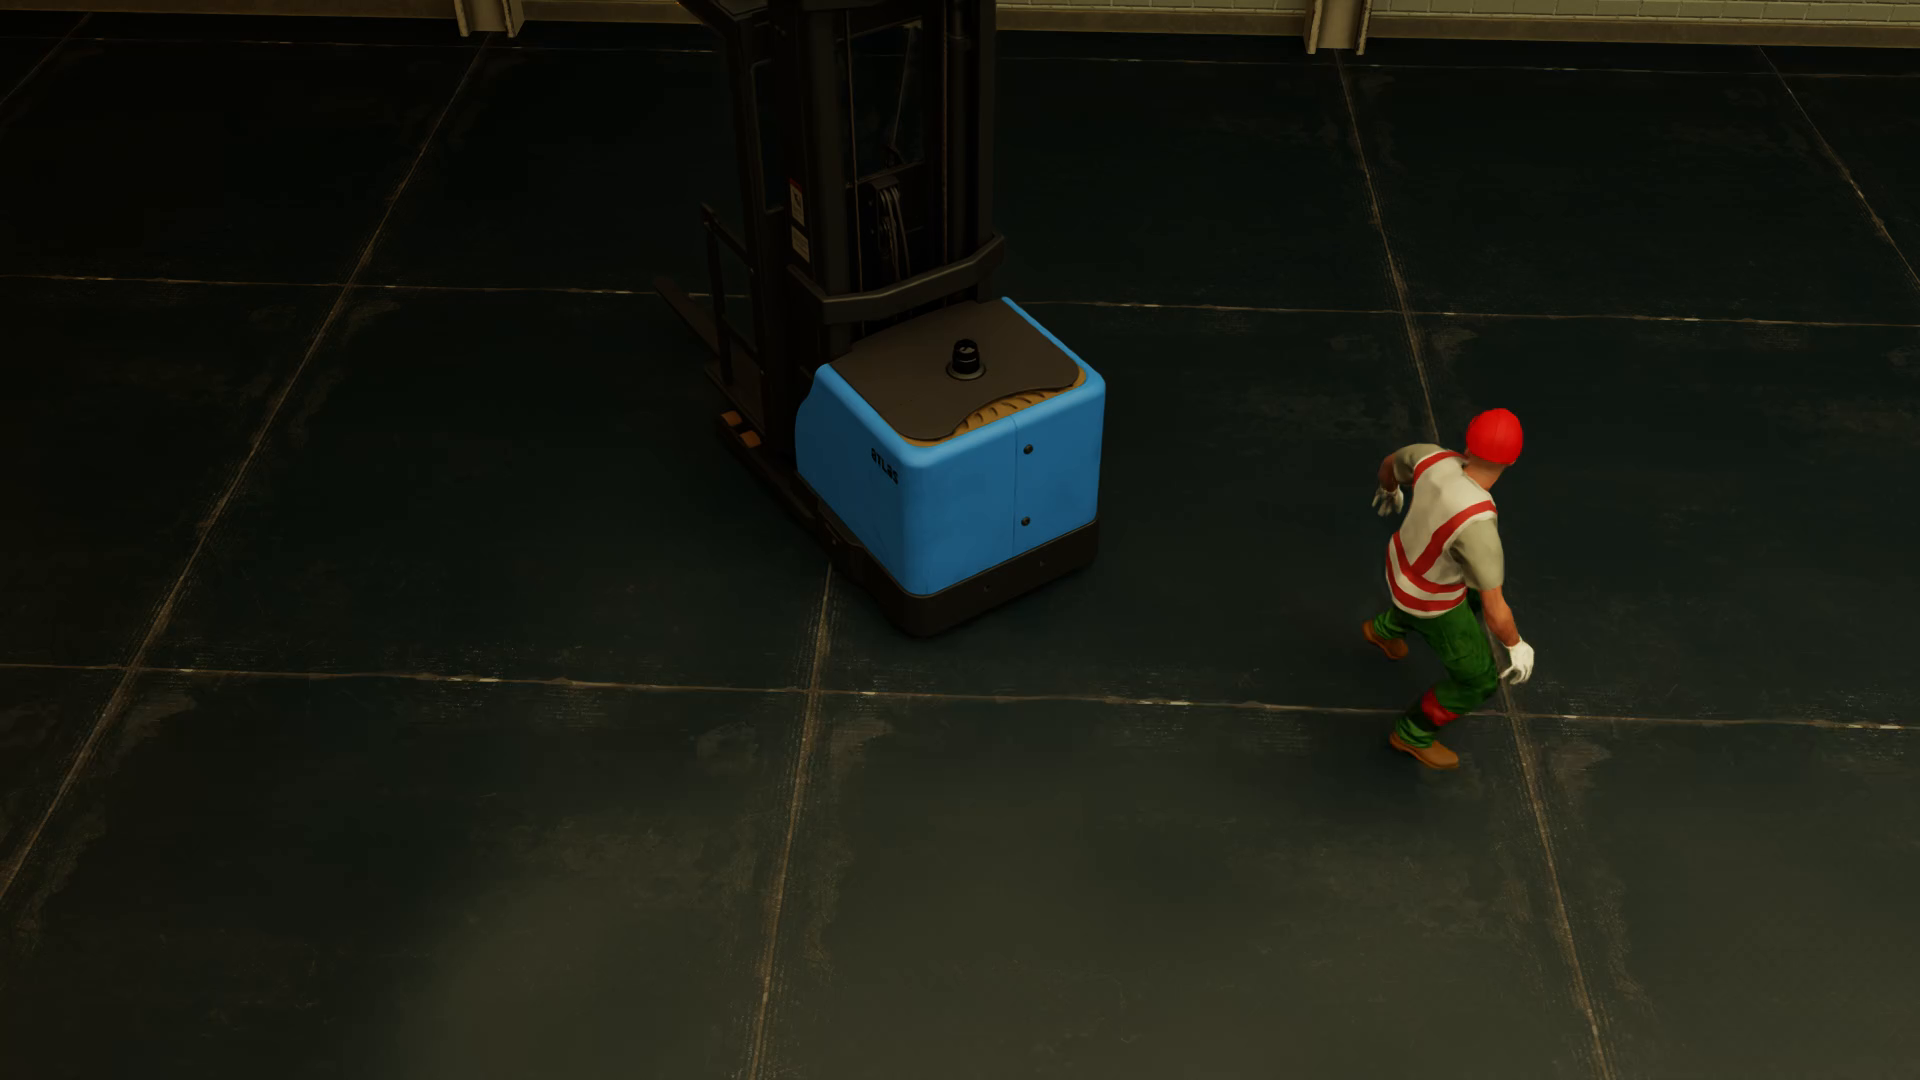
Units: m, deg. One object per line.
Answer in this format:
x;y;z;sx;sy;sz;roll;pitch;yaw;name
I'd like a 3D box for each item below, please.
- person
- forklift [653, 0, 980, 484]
1.923;0.132;6.533;0.555;1.539;0.908;2;42;2;person
-0.582;-1.625;7.522;1.121;2.935;3.031;-24;47;-24;forklift
